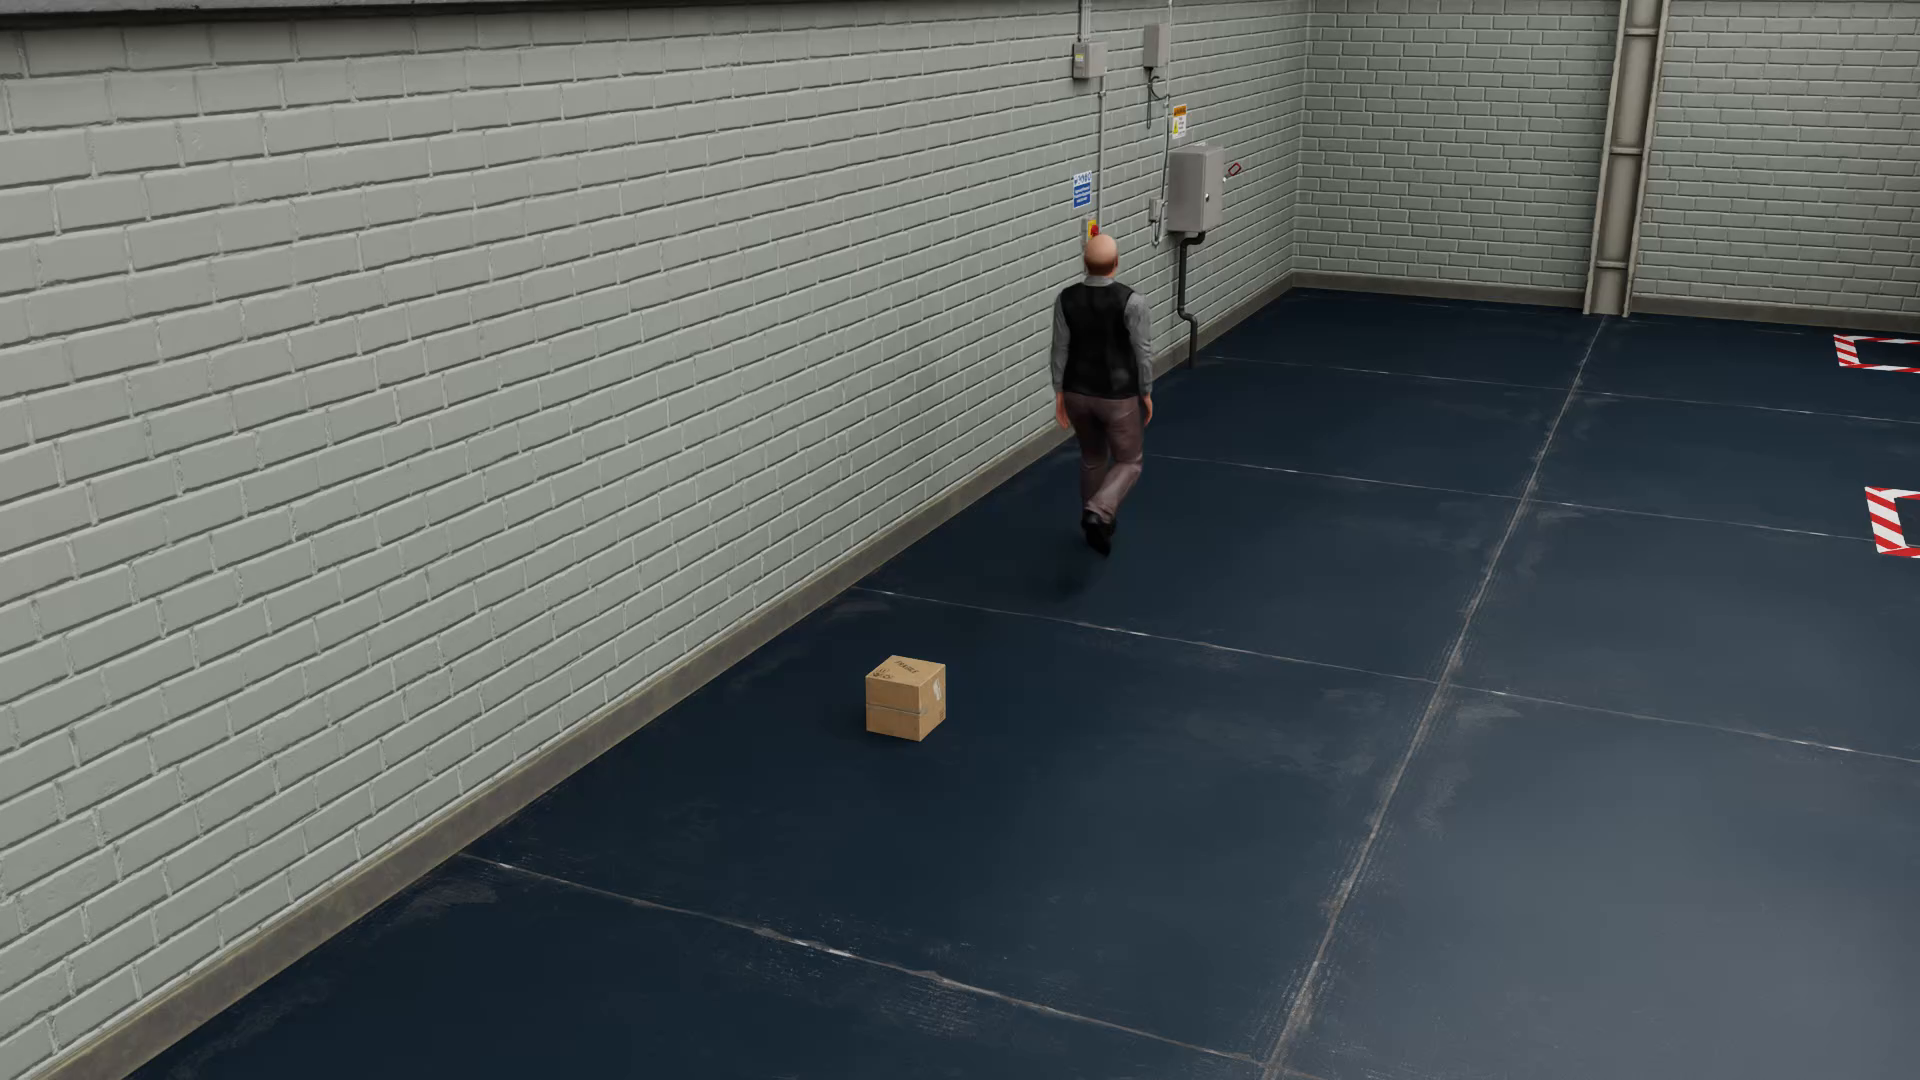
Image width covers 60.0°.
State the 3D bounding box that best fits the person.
[{"bbox_3d":[0.738,-0.752,8.749,0.535,1.698,0.766,9,21,26],"label":"person"}]
